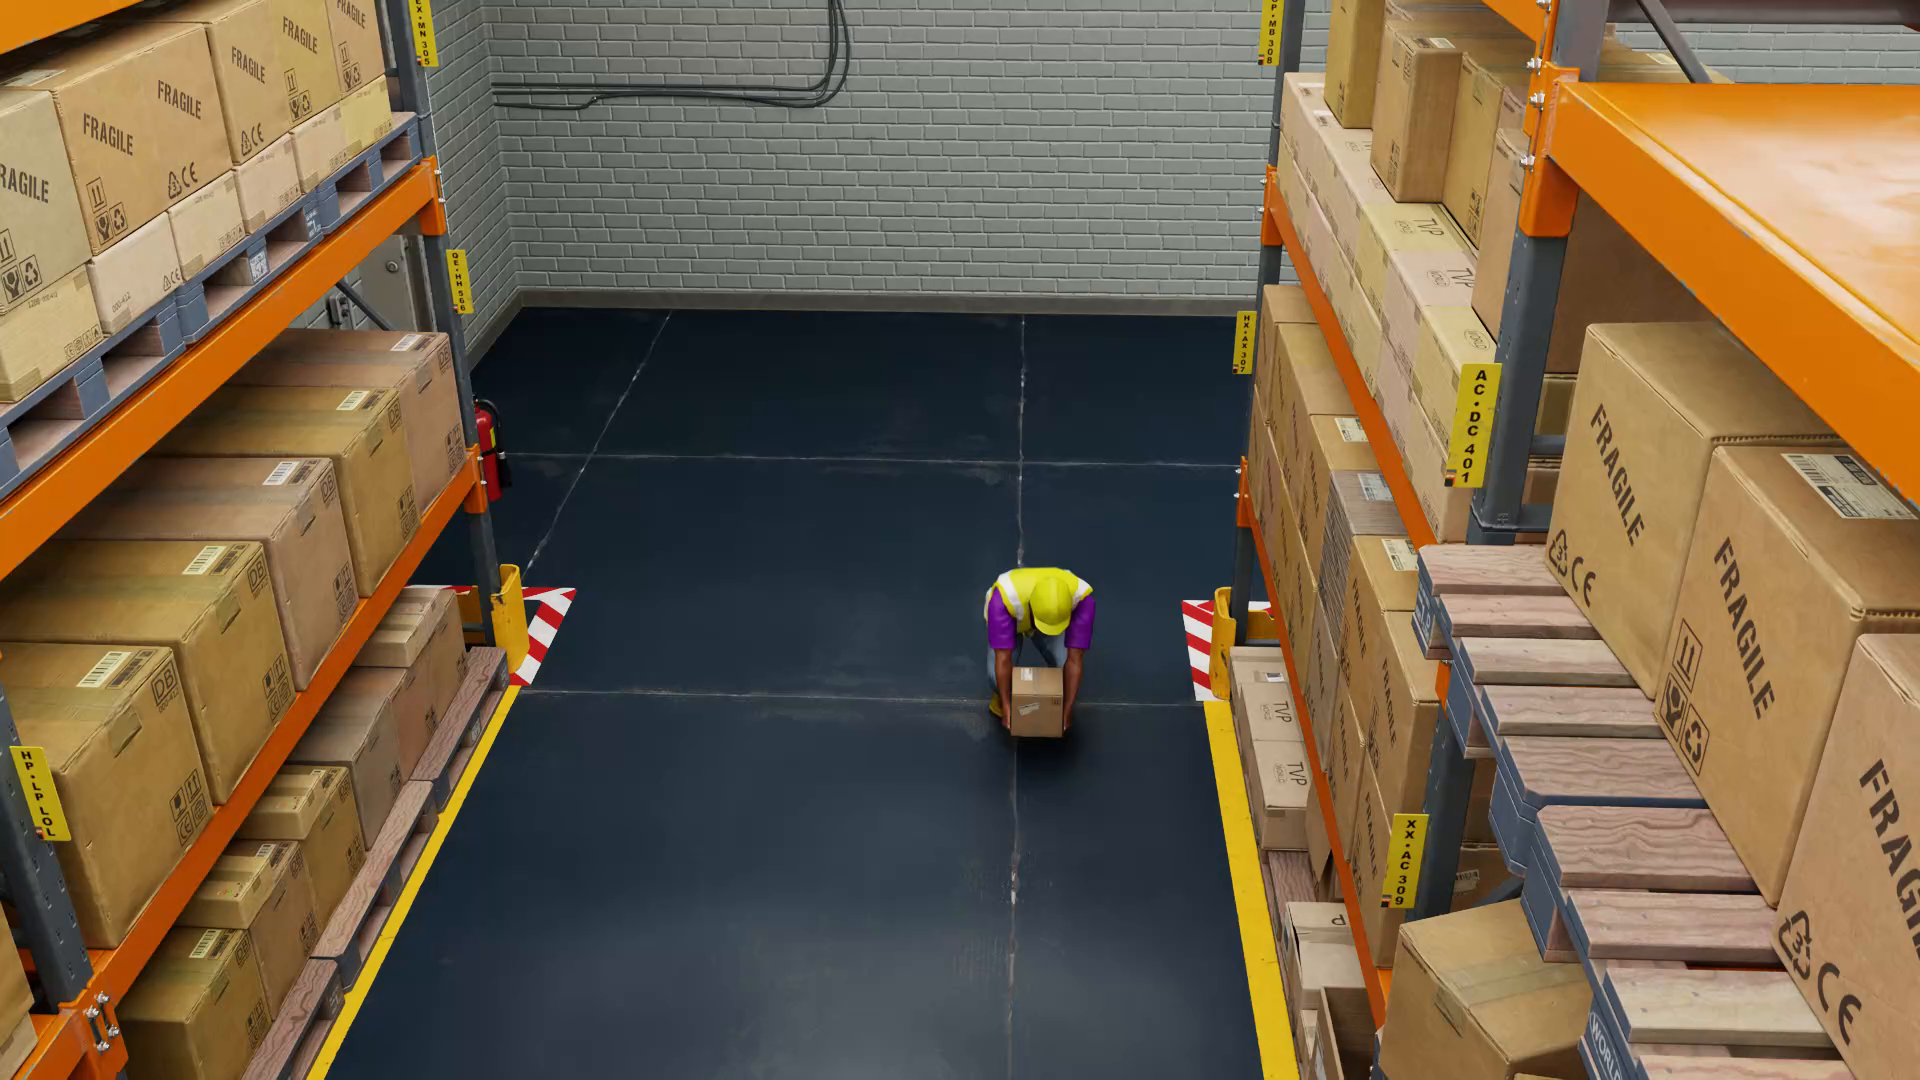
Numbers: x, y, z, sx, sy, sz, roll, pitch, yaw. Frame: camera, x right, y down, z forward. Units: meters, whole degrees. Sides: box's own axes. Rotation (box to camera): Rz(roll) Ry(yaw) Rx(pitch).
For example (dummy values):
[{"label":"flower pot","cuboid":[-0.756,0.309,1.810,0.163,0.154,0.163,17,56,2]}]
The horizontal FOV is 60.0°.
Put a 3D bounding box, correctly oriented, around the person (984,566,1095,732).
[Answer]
[{"label":"person","cuboid":[0.402,0.496,8.474,0.542,1.011,0.912,-2,28,-3]}]
